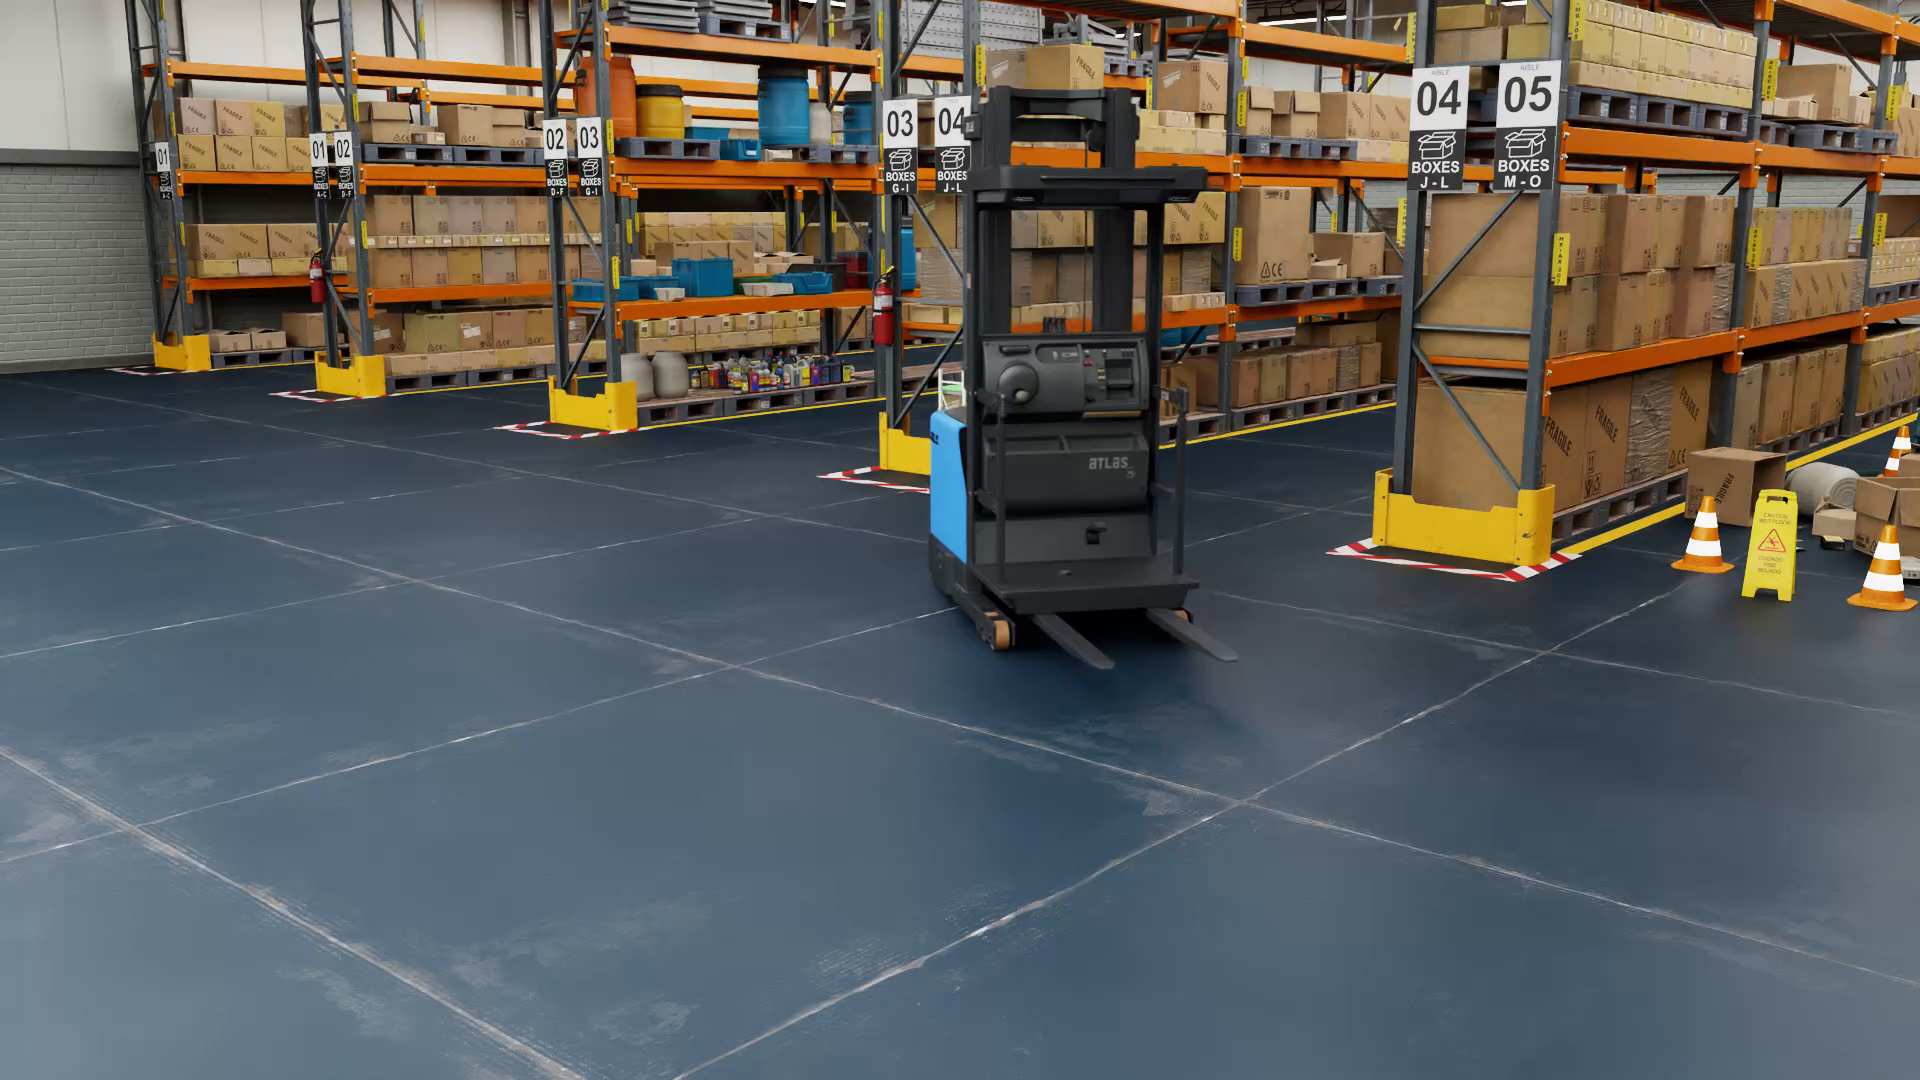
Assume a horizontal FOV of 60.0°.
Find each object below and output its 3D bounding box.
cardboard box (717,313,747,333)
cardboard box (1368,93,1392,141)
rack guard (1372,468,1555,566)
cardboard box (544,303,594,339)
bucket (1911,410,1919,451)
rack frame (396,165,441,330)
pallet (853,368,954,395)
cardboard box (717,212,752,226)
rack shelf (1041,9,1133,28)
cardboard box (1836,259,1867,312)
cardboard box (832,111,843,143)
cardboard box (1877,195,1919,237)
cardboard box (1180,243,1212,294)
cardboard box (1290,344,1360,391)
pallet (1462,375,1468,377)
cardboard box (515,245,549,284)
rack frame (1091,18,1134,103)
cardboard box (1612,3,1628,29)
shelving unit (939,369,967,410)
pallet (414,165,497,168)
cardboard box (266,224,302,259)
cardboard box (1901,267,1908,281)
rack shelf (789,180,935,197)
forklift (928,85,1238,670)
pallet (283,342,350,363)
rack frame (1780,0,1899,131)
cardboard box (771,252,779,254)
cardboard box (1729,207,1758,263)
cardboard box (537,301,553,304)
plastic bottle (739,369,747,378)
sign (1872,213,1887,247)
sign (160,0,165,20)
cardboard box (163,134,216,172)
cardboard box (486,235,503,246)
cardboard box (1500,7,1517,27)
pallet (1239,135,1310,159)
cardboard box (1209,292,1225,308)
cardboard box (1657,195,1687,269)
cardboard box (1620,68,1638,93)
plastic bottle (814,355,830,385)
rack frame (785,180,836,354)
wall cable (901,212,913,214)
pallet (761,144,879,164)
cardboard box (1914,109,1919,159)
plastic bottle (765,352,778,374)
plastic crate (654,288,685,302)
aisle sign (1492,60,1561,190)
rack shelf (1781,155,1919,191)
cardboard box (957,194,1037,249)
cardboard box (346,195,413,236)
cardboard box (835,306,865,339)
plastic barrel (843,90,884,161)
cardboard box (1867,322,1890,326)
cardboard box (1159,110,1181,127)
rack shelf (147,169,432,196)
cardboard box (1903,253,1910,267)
[{"bbox_3d":[-3.569,-3.312,25.152,0.500,0.311,0.500,10,15,42],"label":"cardboard box"},{"bbox_3d":[4.579,-4.818,18.983,0.500,0.500,0.500,10,15,40],"label":"cardboard box"},{"bbox_3d":[3.399,-0.169,11.283,1.175,0.500,0.348,10,15,40],"label":"rack guard"},{"bbox_3d":[-5.584,-3.122,23.718,0.500,0.500,0.500,10,15,40],"label":"cardboard box"},{"bbox_3d":[7.697,-0.809,12.581,0.620,0.611,0.726,5,7,-30],"label":"bucket"},{"bbox_3d":[-8.766,-4.565,26.906,1.000,3.000,0.127,10,15,40],"label":"rack frame"},{"bbox_3d":[-0.835,-2.037,21.370,1.003,0.211,1.213,10,15,40],"label":"pallet"},{"bbox_3d":[-4.283,-6.063,31.429,0.500,0.250,0.500,10,15,41],"label":"cardboard box"},{"bbox_3d":[1.559,-9.615,30.226,1.077,0.370,4.000,10,15,40],"label":"rack shelf"},{"bbox_3d":[8.600,-2.524,16.433,0.500,0.500,0.500,10,15,40],"label":"cardboard box"},{"bbox_3d":[-2.109,-6.587,26.565,0.500,0.500,0.500,10,15,40],"label":"cardboard box"},{"bbox_3d":[11.443,-3.954,20.279,0.500,0.500,0.500,9,14,38],"label":"cardboard box"},{"bbox_3d":[2.053,-2.780,16.957,0.875,0.500,0.500,10,15,40],"label":"cardboard box"},{"bbox_3d":[4.253,-2.037,19.512,0.700,0.500,0.500,8,14,36],"label":"cardboard box"},{"bbox_3d":[6.419,-2.149,21.933,1.003,0.211,1.213,10,15,40],"label":"pallet"},{"bbox_3d":[-6.008,-3.756,22.602,0.700,0.500,0.500,10,15,41],"label":"cardboard box"},{"bbox_3d":[2.879,-8.632,31.954,1.000,3.000,0.127,10,15,40],"label":"rack frame"},{"bbox_3d":[4.209,-3.475,11.070,0.380,0.149,0.250,10,15,40],"label":"cardboard box"},{"bbox_3d":[0.109,-0.613,11.716,0.258,1.200,0.503,10,15,40],"label":"shelving unit"},{"bbox_3d":[-8.279,-6.020,27.017,1.213,0.211,1.003,10,15,40],"label":"pallet"},{"bbox_3d":[-10.186,-4.458,24.790,0.500,0.500,0.500,9,14,39],"label":"cardboard box"},{"bbox_3d":[10.189,-2.932,18.300,0.380,0.149,0.250,9,14,39],"label":"cardboard box"},{"bbox_3d":[-1.082,-5.926,27.899,1.077,0.370,4.000,10,15,40],"label":"rack shelf"},{"bbox_3d":[0.632,-0.932,8.895,1.130,2.935,3.031,-3,12,-13],"label":"forklift"},{"bbox_3d":[-9.988,-2.913,25.759,1.003,0.211,1.213,10,15,40],"label":"pallet"},{"bbox_3d":[8.696,-5.518,16.361,1.000,3.000,0.127,10,15,40],"label":"rack frame"},{"bbox_3d":[-3.645,-5.502,32.188,0.380,0.149,0.250,10,15,41],"label":"cardboard box"},{"bbox_3d":[6.379,-2.600,14.264,0.700,0.500,0.500,9,15,39],"label":"cardboard box"},{"bbox_3d":[-7.296,-3.893,28.802,0.700,0.500,0.500,10,15,40],"label":"cardboard box"},{"bbox_3d":[-2.577,-1.935,19.763,0.097,0.201,0.097,0,11,0],"label":"plastic bottle"},{"bbox_3d":[9.115,-3.072,16.478,0.100,0.325,0.005,10,15,40],"label":"sign"},{"bbox_3d":[-10.999,-7.345,22.922,0.100,0.325,0.005,10,15,40],"label":"sign"},{"bbox_3d":[-10.998,-5.523,23.739,0.500,0.500,0.500,10,15,42],"label":"cardboard box"},{"bbox_3d":[-6.247,-3.959,21.964,0.380,0.149,0.250,10,15,41],"label":"cardboard box"},{"bbox_3d":[3.548,-3.522,11.308,0.380,0.149,0.250,10,15,41],"label":"cardboard box"},{"bbox_3d":[2.884,-4.099,17.397,1.213,0.211,1.003,10,15,40],"label":"pallet"},{"bbox_3d":[2.475,-2.450,16.963,0.380,0.149,0.250,10,15,40],"label":"cardboard box"},{"bbox_3d":[5.051,-2.383,12.843,0.875,0.550,0.550,10,15,40],"label":"cardboard box"},{"bbox_3d":[4.383,-3.122,11.340,0.380,0.149,0.250,10,15,41],"label":"cardboard box"},{"bbox_3d":[-1.659,-2.040,19.907,0.144,0.351,0.185,9,14,38],"label":"plastic bottle"},{"bbox_3d":[-2.402,-4.513,26.649,1.000,3.000,0.127,10,15,40],"label":"rack frame"},{"bbox_3d":[-0.710,-7.139,37.202,0.084,1.984,1.851,10,15,40],"label":"wall cable"},{"bbox_3d":[-1.727,-4.543,19.623,1.213,0.211,1.003,10,15,40],"label":"pallet"},{"bbox_3d":[9.924,-4.294,17.638,0.500,0.500,0.500,10,15,40],"label":"cardboard box"},{"bbox_3d":[-2.293,-2.108,20.245,0.144,0.351,0.185,9,14,38],"label":"plastic bottle"},{"bbox_3d":[-3.132,-2.656,18.023,0.298,0.136,0.250,10,15,40],"label":"plastic crate"},{"bbox_3d":[3.593,-2.624,10.554,0.394,0.787,0.004,10,15,40],"label":"aisle sign"},{"bbox_3d":[10.016,-3.988,18.198,1.077,0.370,4.000,10,15,40],"label":"rack shelf"},{"bbox_3d":[0.324,-2.786,14.432,0.500,0.500,0.500,10,15,40],"label":"cardboard box"},{"bbox_3d":[-7.330,-4.096,20.994,0.700,0.500,0.500,10,15,41],"label":"cardboard box"},{"bbox_3d":[-1.887,-3.533,27.001,0.500,0.500,0.500,11,15,43],"label":"cardboard box"},{"bbox_3d":[-1.152,-5.103,20.665,0.600,0.901,0.708,10,15,40],"label":"plastic barrel"},{"bbox_3d":[10.650,-2.437,19.652,0.500,0.250,0.500,9,14,38],"label":"cardboard box"},{"bbox_3d":[1.890,-4.031,15.944,0.380,0.149,0.250,9,15,39],"label":"cardboard box"},{"bbox_3d":[-10.086,-5.388,25.210,1.077,0.370,4.000,10,15,40],"label":"rack shelf"},{"bbox_3d":[10.190,-3.079,18.280,0.380,0.149,0.250,11,15,42],"label":"cardboard box"}]
